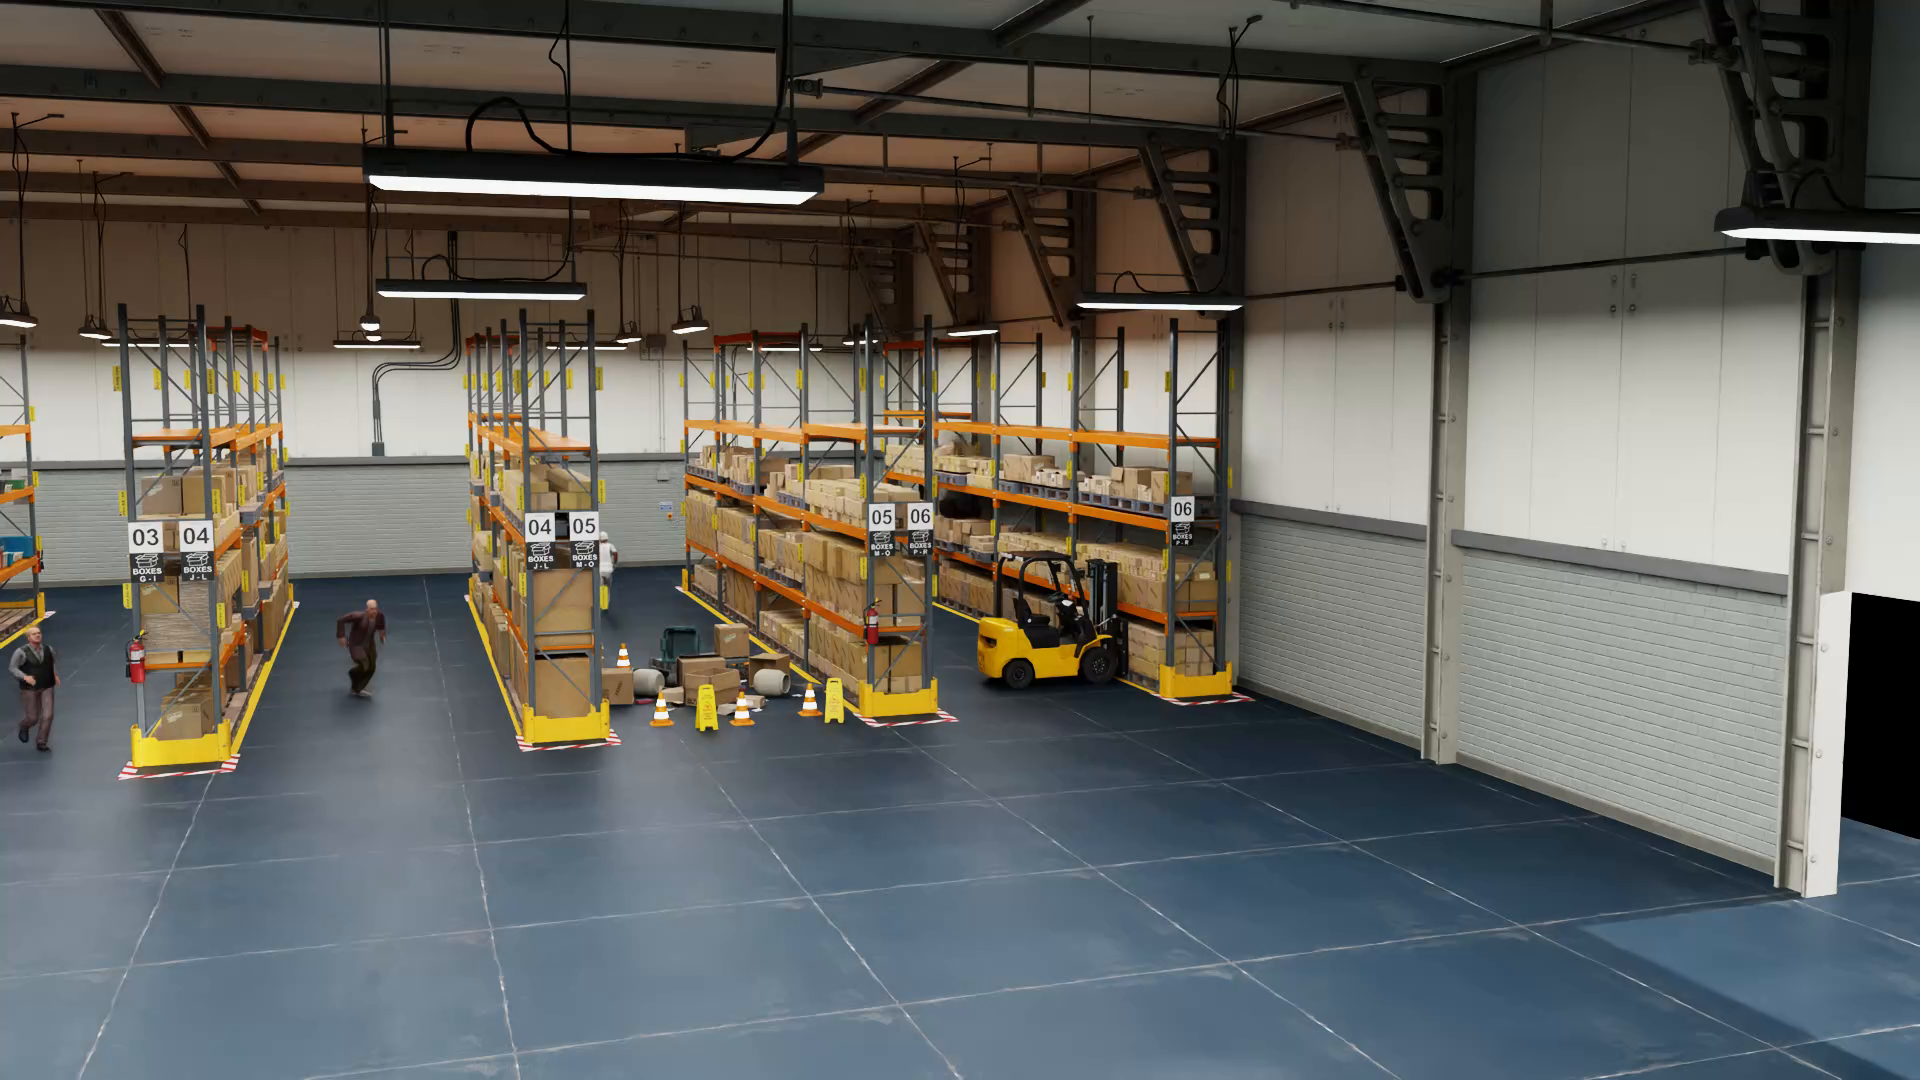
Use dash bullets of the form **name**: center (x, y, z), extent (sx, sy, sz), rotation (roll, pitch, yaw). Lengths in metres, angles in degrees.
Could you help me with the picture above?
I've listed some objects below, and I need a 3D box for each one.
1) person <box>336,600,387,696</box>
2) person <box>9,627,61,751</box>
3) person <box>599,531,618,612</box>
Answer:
- **person**: center (-9.455, 1.721, 26.318), extent (0.869, 1.597, 0.736), rotation (4, 7, 39)
- **person**: center (-12.574, 2.020, 22.639), extent (0.654, 1.681, 0.654), rotation (4, 7, 39)
- **person**: center (-7.702, 0.739, 35.817), extent (0.632, 1.836, 1.071), rotation (-2, 6, -20)
